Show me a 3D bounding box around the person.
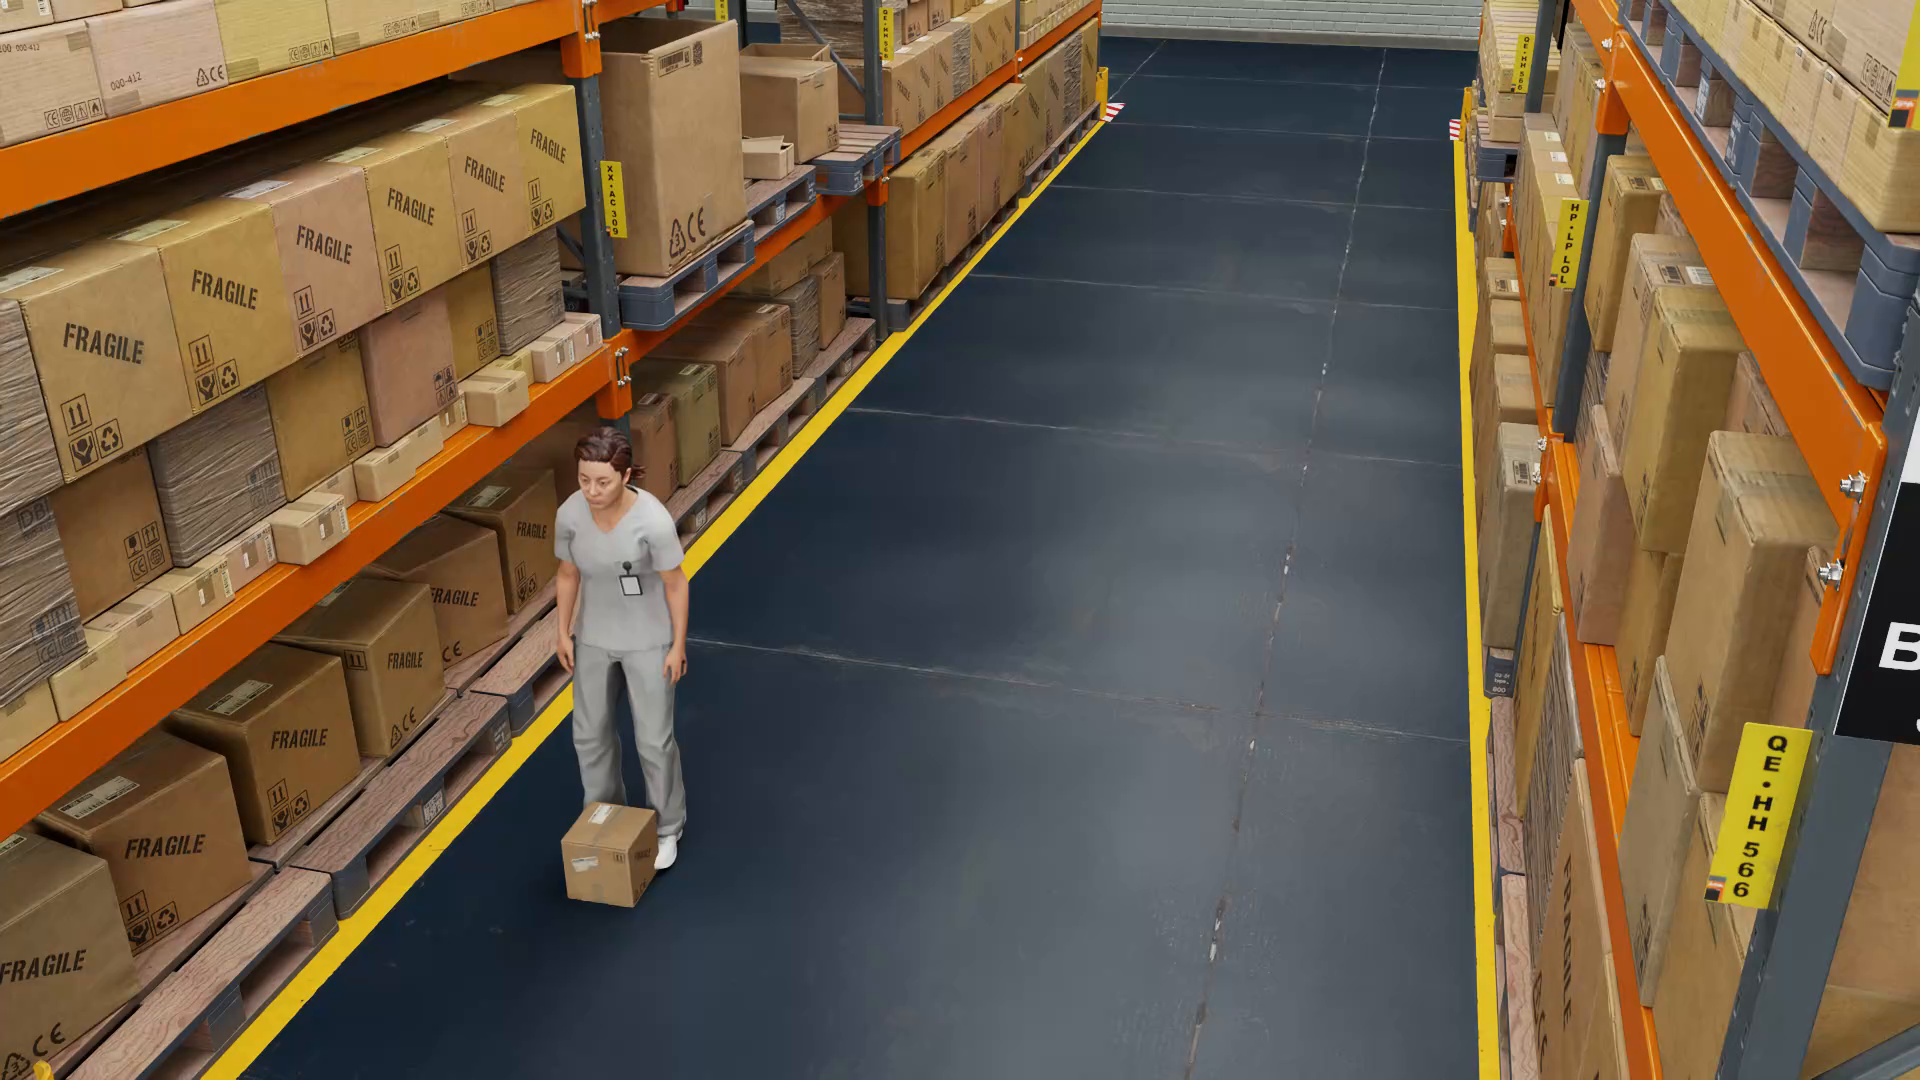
[{"bbox_3d":[-1.187,0.371,5.832,0.495,1.671,0.364,5,26,11],"label":"person"}]
